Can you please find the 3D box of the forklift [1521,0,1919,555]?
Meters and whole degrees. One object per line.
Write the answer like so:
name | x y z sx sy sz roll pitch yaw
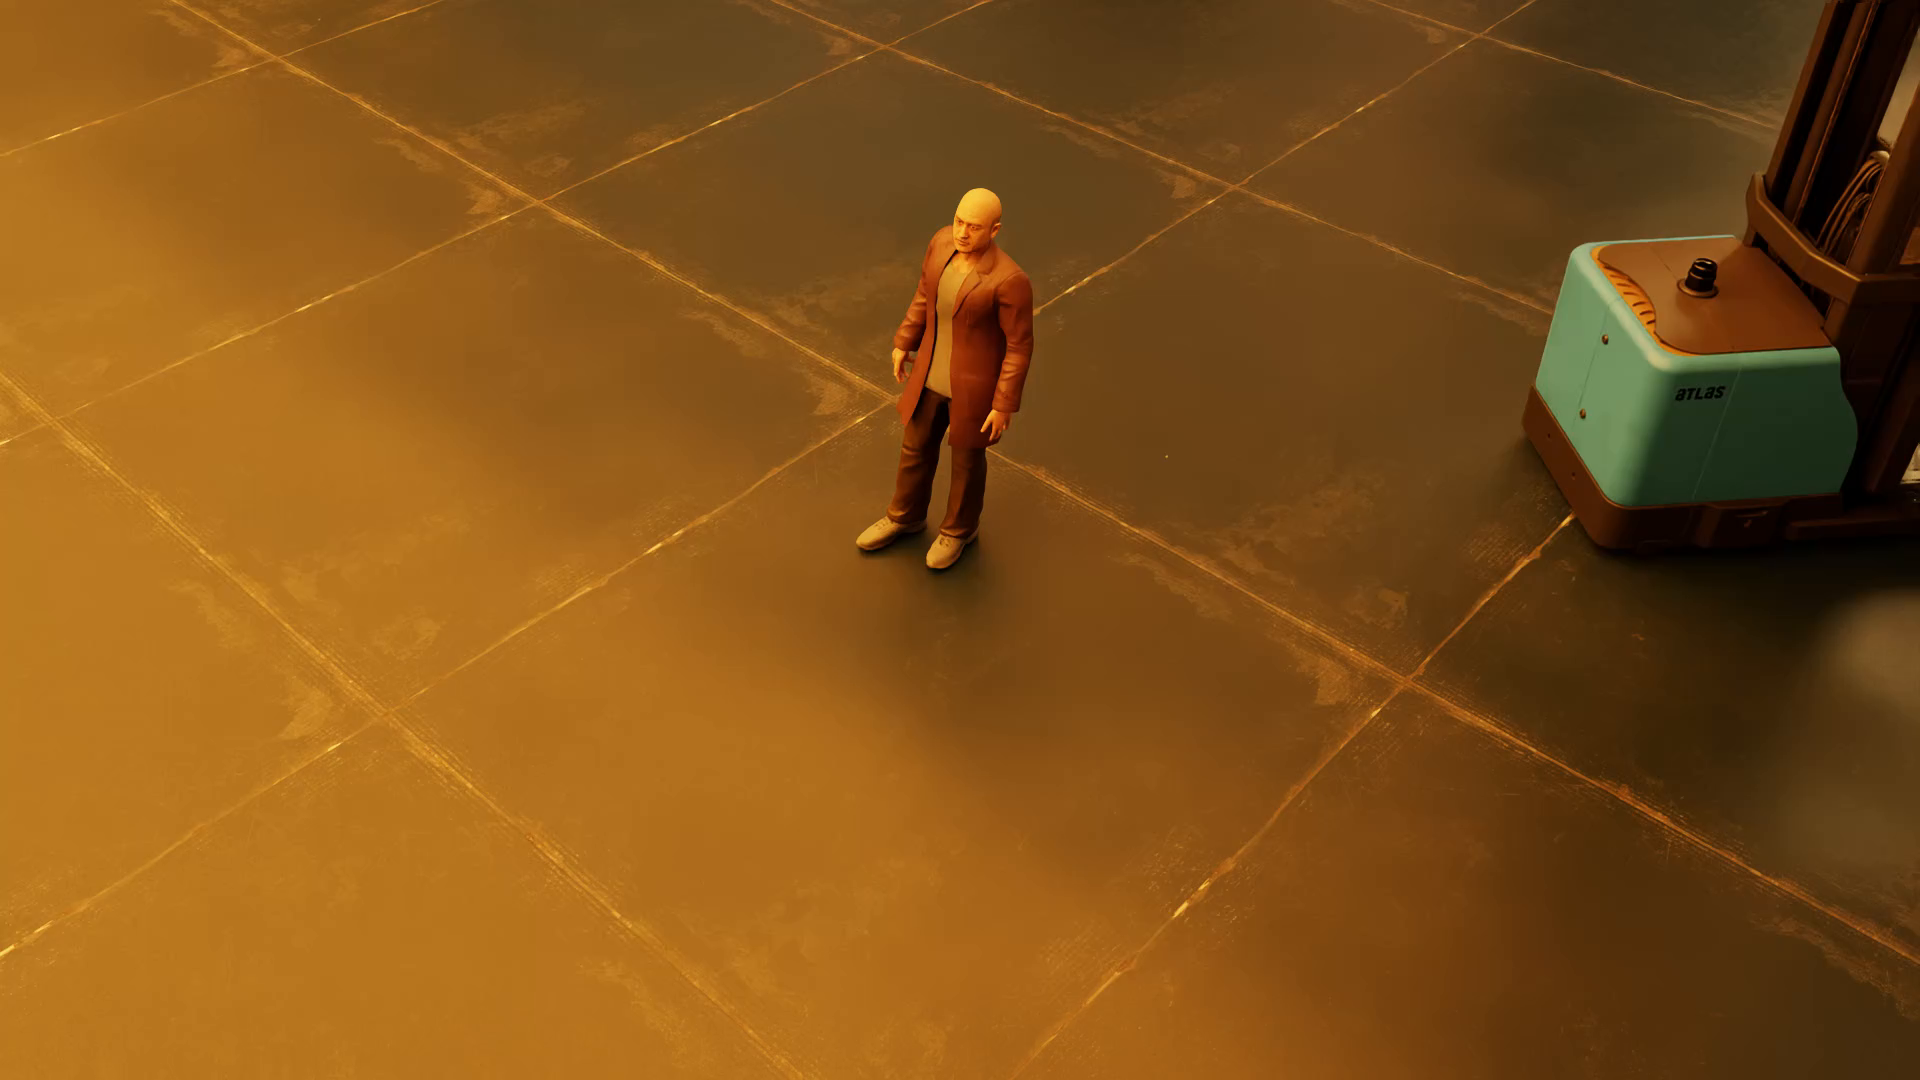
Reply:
forklift | 4.332 -1.452 7.121 3.031 2.935 1.130 -4 41 -5

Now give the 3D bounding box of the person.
person | -0.065 -0.639 7.048 0.696 1.775 0.582 31 49 31
